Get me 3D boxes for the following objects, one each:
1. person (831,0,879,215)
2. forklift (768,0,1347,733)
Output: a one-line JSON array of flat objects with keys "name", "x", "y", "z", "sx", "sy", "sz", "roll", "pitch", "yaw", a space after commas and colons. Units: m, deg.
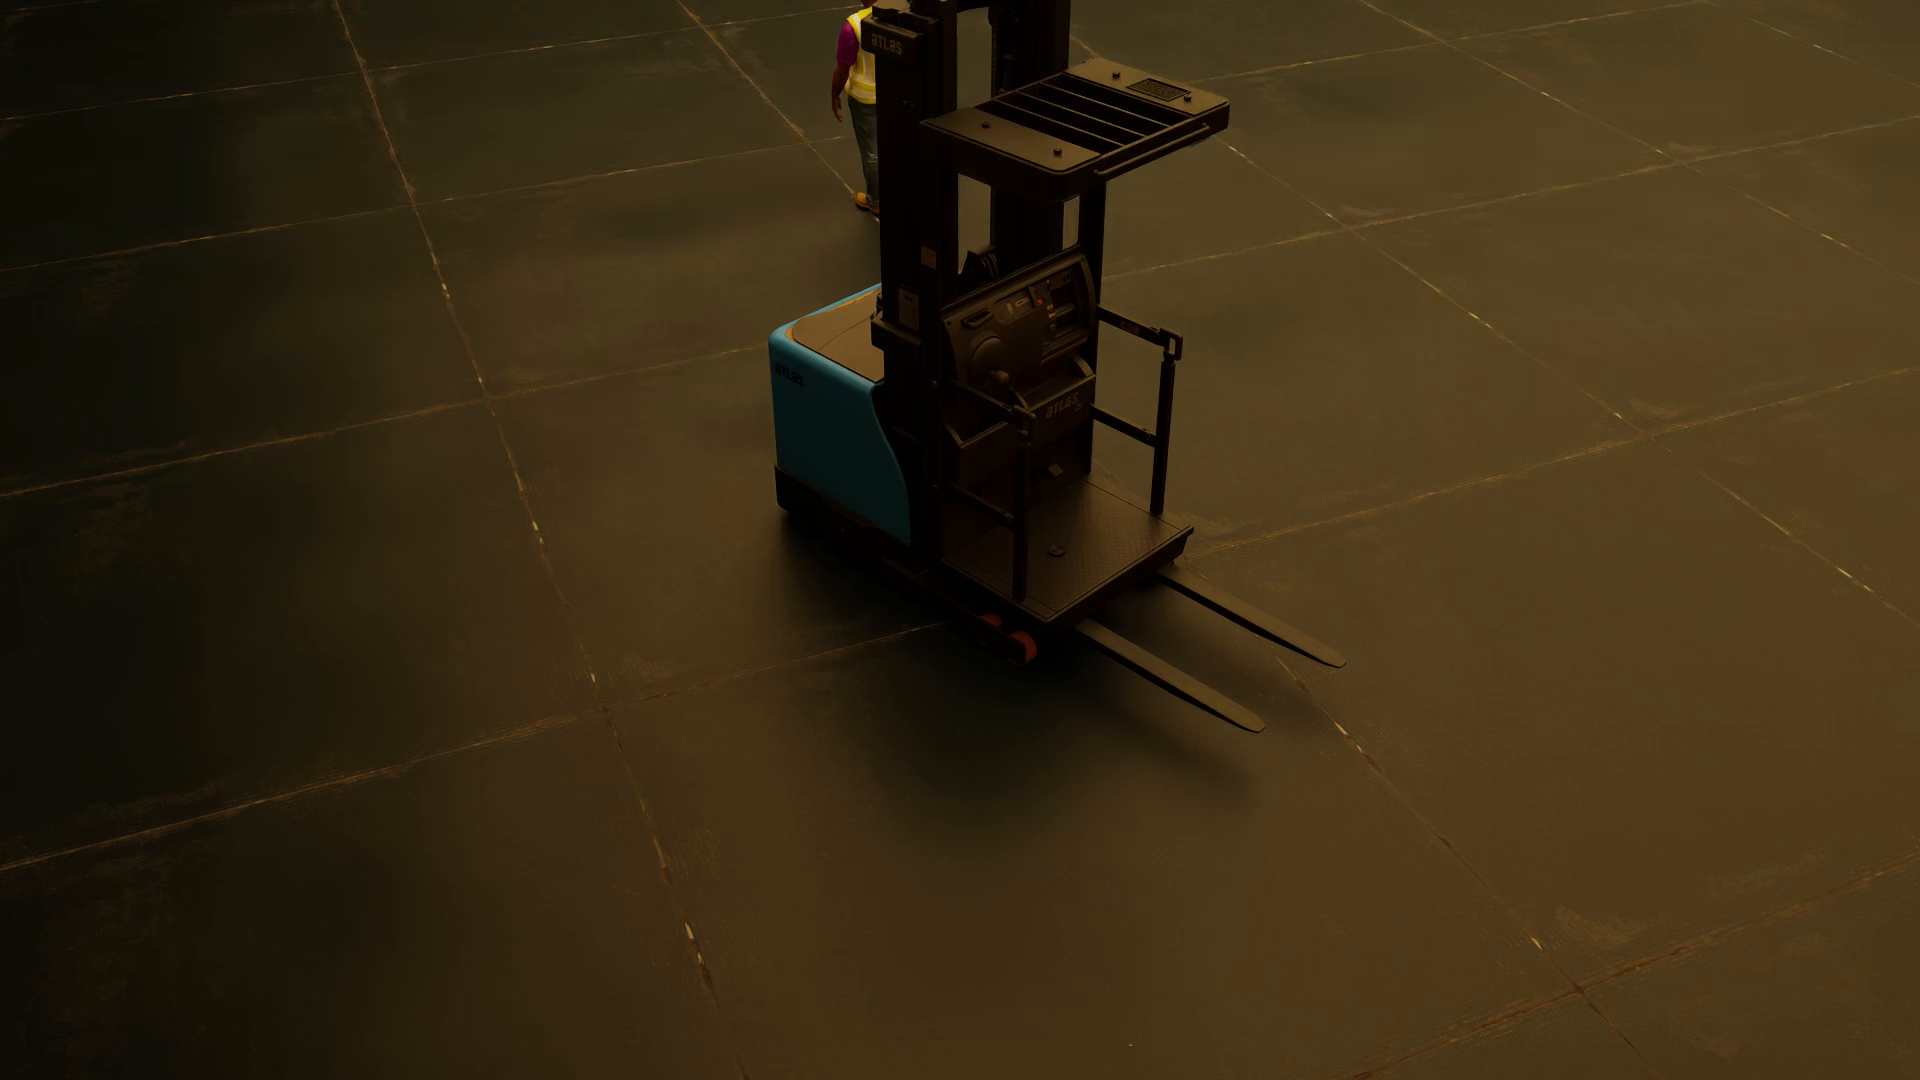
[{"name": "person", "x": -0.607, "y": -3.118, "z": 11.477, "sx": 0.665, "sy": 1.768, "sz": 0.575, "roll": -17, "pitch": 39, "yaw": -22}, {"name": "forklift", "x": 0.432, "y": -0.946, "z": 7.429, "sx": 3.031, "sy": 2.935, "sz": 1.130, "roll": 30, "pitch": 45, "yaw": 35}]
